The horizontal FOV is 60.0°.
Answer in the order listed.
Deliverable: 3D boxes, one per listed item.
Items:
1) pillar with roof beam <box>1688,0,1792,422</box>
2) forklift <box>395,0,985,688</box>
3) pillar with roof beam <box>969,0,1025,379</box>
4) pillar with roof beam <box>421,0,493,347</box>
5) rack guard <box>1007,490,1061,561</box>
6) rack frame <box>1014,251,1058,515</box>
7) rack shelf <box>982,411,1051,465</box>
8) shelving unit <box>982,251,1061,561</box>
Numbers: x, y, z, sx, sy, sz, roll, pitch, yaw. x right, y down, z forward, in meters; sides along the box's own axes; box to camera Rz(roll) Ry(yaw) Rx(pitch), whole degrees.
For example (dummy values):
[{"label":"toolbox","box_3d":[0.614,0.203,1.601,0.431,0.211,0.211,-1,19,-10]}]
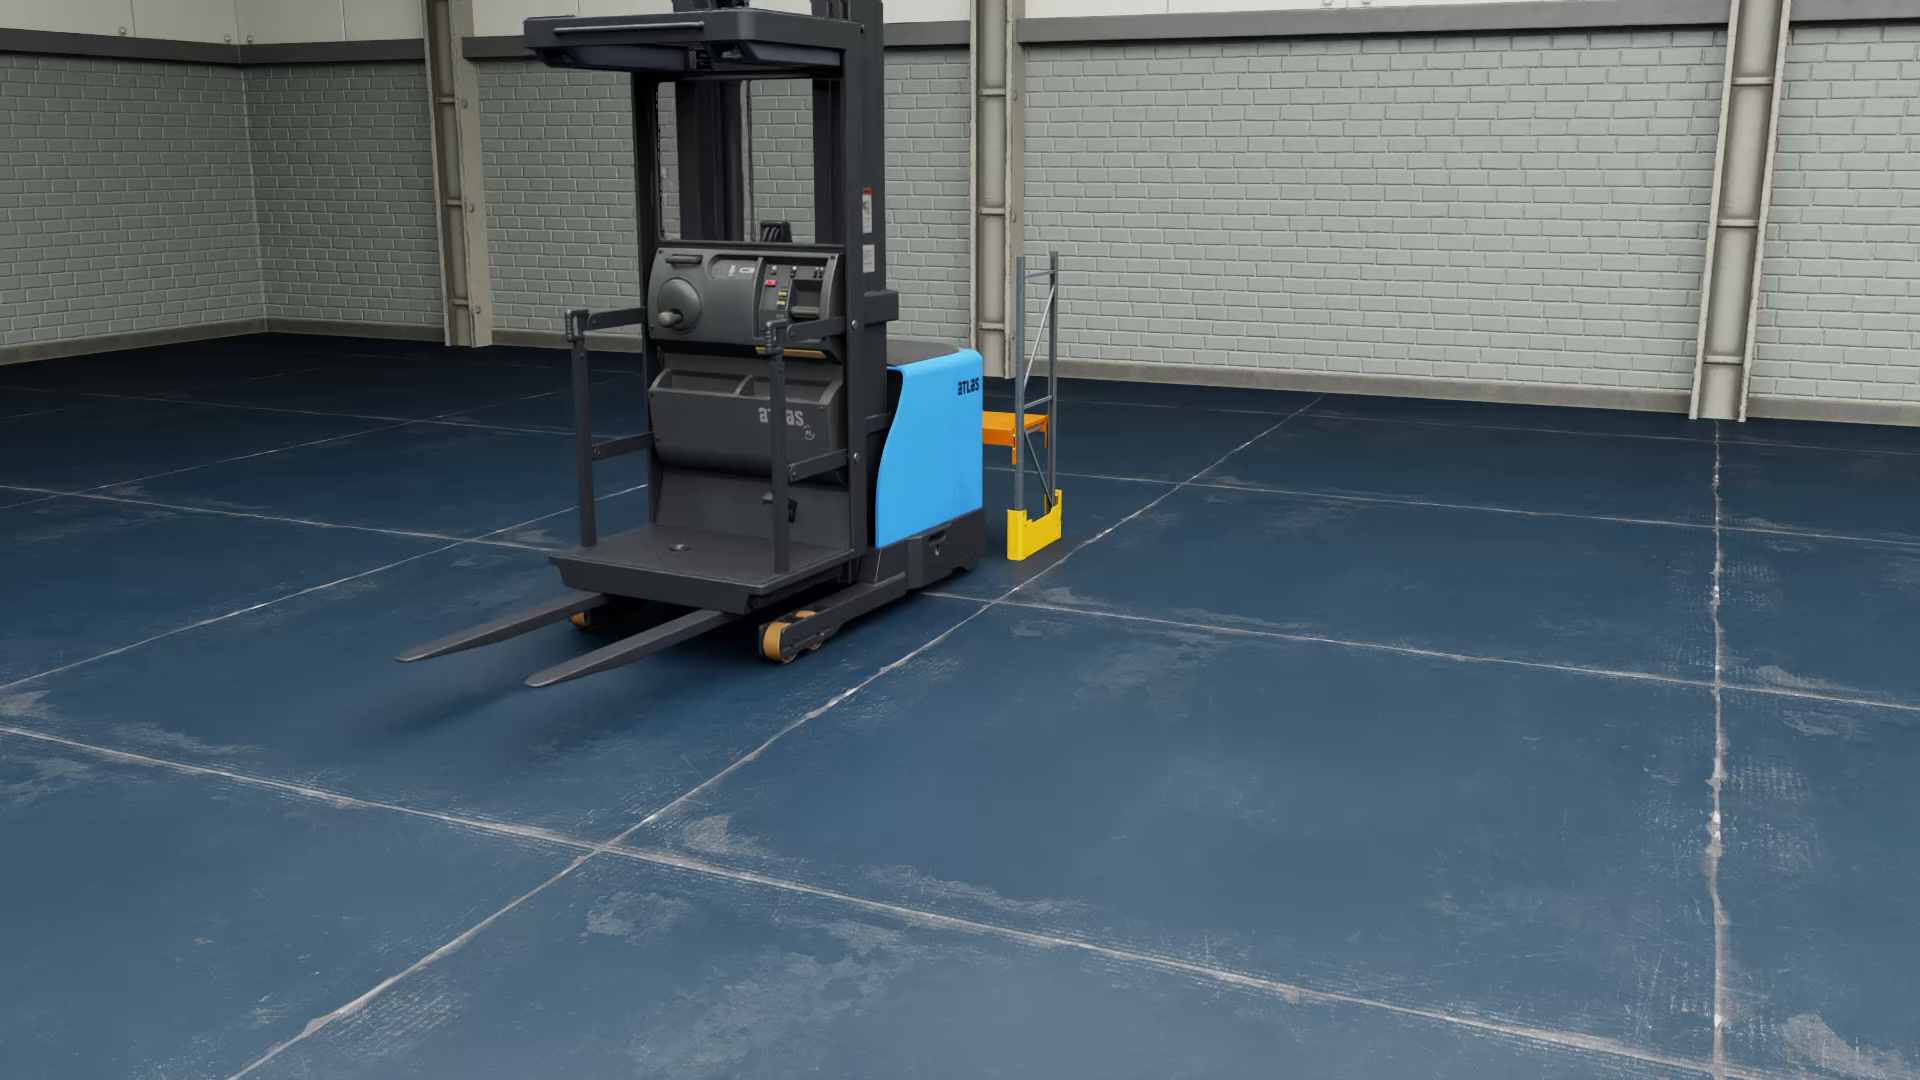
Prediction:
[{"label":"pillar with roof beam","box_3d":[4.069,-4.423,7.908,0.400,9.000,9.100,6,14,23]},{"label":"forklift","box_3d":[-1.018,-1.052,6.822,1.130,2.935,3.031,7,15,27]},{"label":"pillar with roof beam","box_3d":[-1.417,-4.979,10.274,0.400,9.000,9.100,6,14,23]},{"label":"pillar with roof beam","box_3d":[-6.903,-5.534,12.640,0.400,9.000,9.100,6,14,23]},{"label":"rack guard","box_3d":[0.386,-0.083,8.560,0.087,0.250,0.587,6,14,23]},{"label":"rack frame","box_3d":[0.387,-0.691,8.417,0.032,1.500,0.500,6,14,23]},{"label":"rack shelf","box_3d":[-0.078,-0.563,8.658,1.000,0.185,0.538,6,14,23]},{"label":"shelving unit","box_3d":[-0.070,-0.737,8.614,1.083,1.500,0.587,6,14,23]}]
